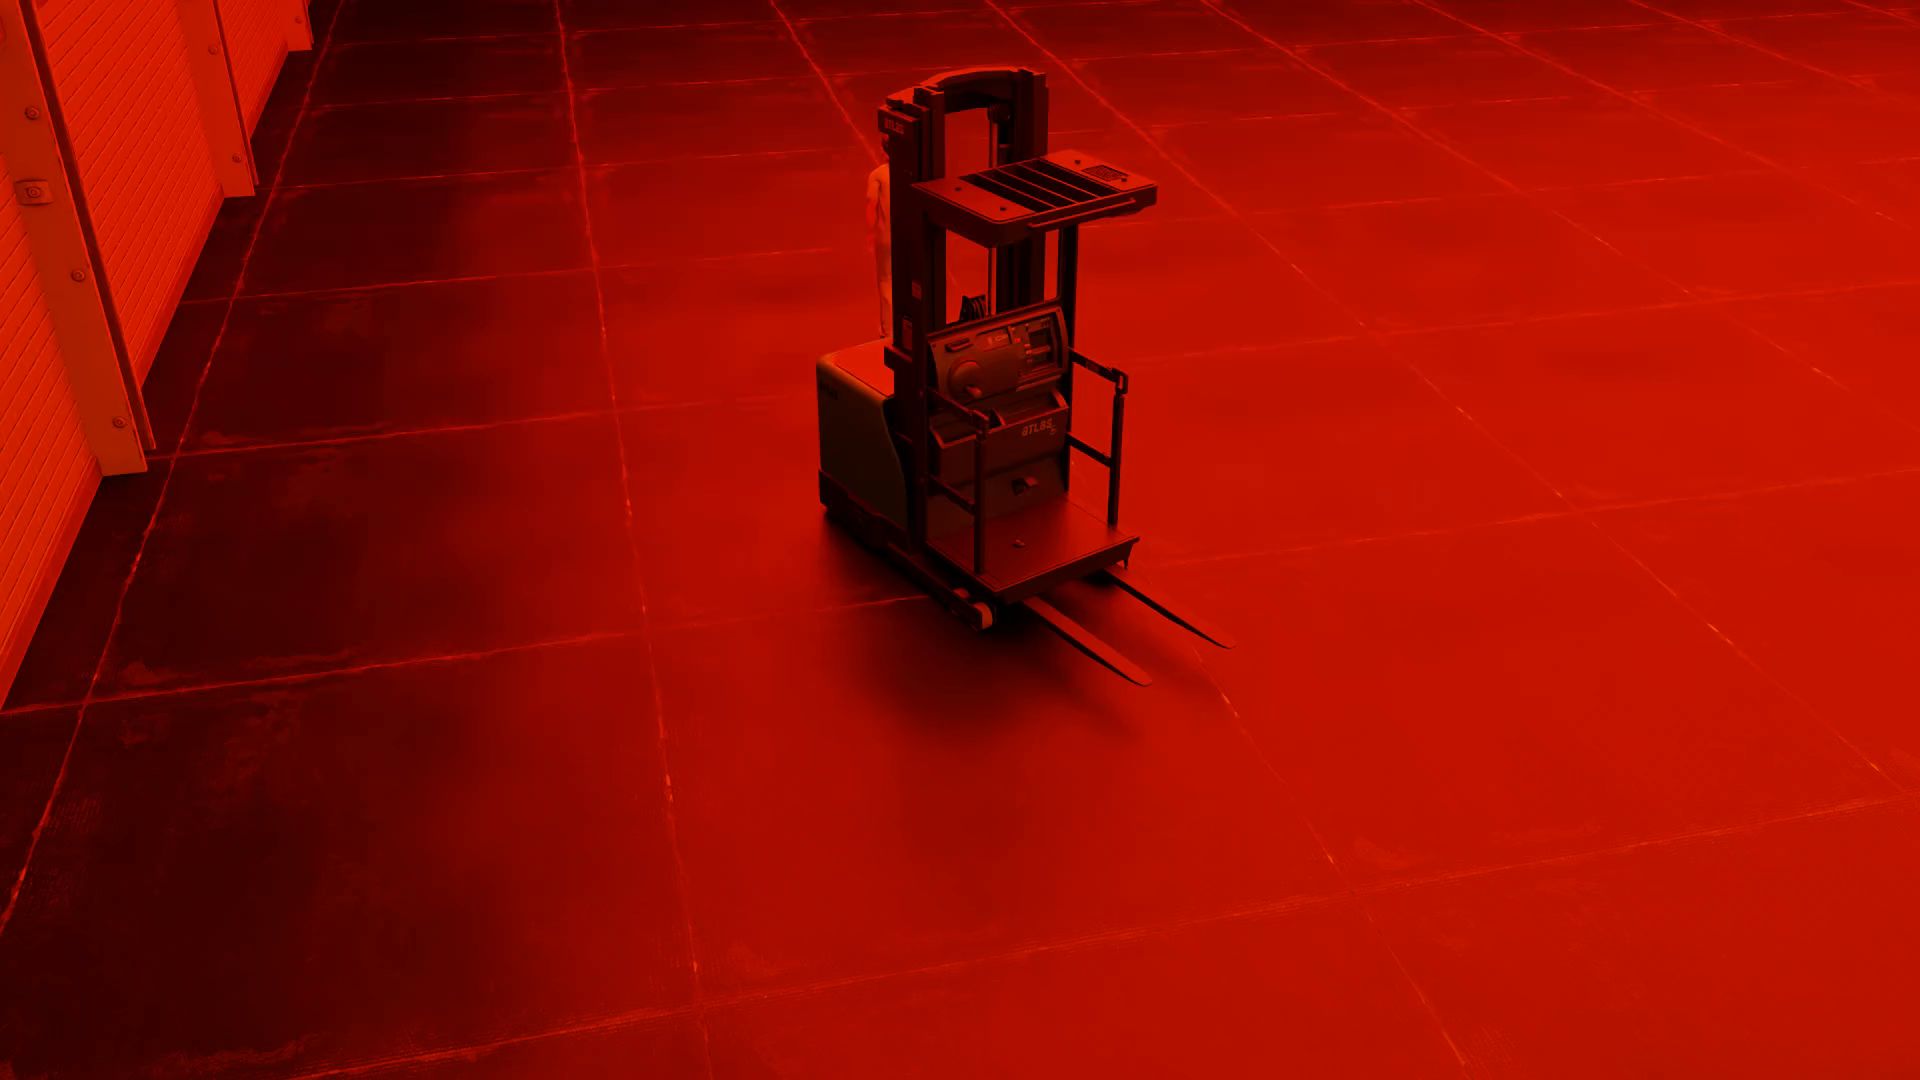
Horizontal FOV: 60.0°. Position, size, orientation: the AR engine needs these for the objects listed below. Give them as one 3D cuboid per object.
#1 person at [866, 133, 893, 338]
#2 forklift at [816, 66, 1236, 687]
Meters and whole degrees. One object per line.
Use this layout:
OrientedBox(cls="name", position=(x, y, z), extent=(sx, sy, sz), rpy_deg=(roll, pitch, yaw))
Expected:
OrientedBox(cls="person", position=(-0.474, -2.351, 12.893), extent=(0.515, 1.672, 0.360), rpy_deg=(-5, 30, -8))
OrientedBox(cls="forklift", position=(0.355, -1.021, 9.338), extent=(1.130, 2.935, 3.031), rpy_deg=(-20, 35, -30))
